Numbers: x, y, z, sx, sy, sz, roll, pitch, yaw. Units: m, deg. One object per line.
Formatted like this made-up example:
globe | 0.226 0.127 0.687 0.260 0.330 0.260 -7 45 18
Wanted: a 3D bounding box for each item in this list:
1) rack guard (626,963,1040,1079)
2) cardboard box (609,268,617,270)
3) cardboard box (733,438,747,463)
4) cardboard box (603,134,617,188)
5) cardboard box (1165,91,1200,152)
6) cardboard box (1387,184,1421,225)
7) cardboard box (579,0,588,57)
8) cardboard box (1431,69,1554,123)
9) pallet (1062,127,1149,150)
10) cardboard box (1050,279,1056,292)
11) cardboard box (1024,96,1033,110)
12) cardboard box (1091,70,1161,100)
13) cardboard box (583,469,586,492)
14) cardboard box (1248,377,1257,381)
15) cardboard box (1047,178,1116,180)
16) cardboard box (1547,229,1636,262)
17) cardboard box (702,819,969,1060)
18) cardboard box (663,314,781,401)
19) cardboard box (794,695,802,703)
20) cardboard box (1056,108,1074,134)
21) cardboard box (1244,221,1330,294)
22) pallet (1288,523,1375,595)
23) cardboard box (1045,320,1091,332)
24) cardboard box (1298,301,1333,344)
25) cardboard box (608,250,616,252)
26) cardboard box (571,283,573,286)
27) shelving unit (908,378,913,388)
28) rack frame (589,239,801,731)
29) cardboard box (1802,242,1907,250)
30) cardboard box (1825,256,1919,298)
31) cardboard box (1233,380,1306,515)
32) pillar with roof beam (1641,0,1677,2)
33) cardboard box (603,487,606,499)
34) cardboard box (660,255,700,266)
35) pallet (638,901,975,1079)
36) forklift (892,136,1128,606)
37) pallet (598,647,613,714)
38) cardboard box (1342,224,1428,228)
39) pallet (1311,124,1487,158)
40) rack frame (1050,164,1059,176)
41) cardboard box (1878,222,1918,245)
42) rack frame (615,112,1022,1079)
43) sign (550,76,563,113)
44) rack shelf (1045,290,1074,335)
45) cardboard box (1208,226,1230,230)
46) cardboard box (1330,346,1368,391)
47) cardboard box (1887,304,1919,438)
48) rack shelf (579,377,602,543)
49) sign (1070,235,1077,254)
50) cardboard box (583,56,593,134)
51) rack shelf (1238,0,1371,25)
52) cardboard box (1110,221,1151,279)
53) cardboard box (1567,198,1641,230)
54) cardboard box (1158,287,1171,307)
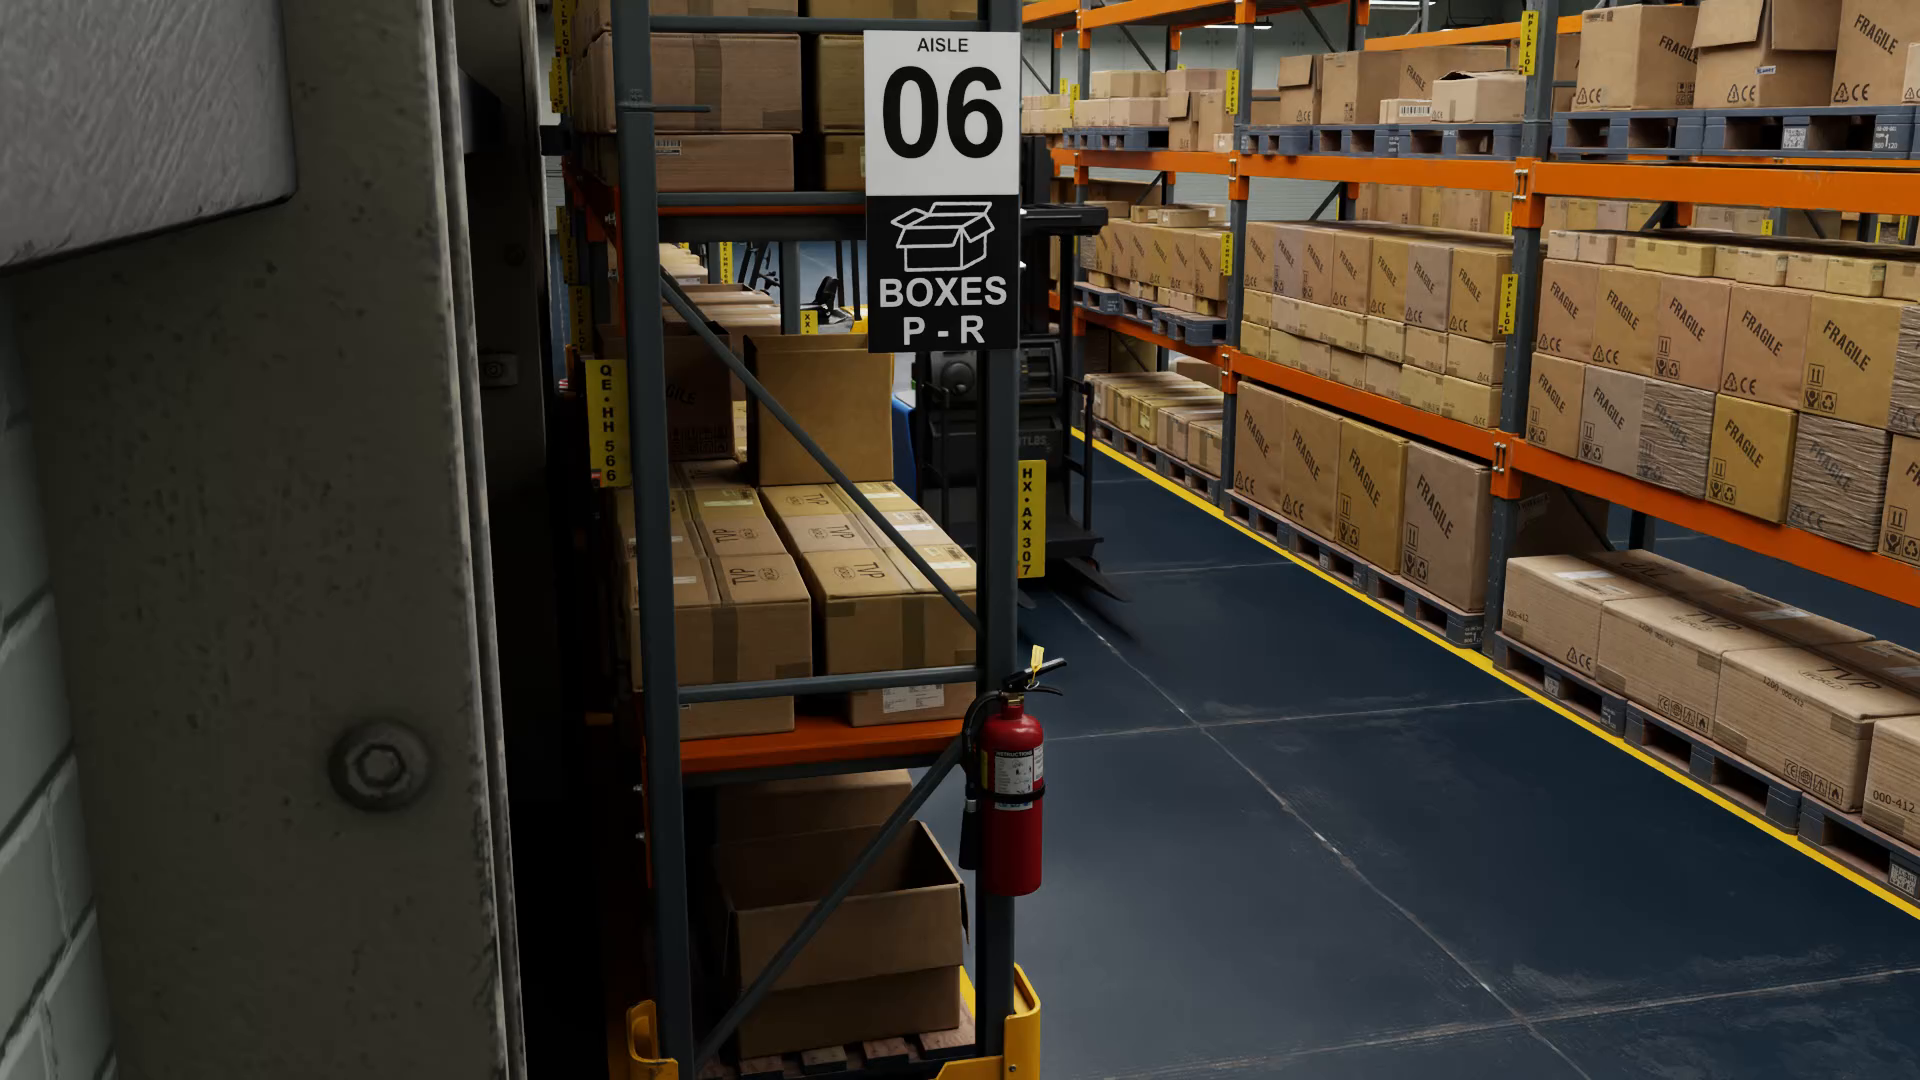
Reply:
rack guard | -0.362 1.592 4.856 1.175 0.500 0.348 -3 14 -13
cardboard box | -2.668 -1.995 12.694 0.380 0.149 0.250 -3 14 -13
cardboard box | -0.691 -0.264 6.878 0.500 0.250 0.500 -3 14 -14
cardboard box | -0.849 -1.115 4.881 0.380 0.149 0.250 -3 14 -12
cardboard box | 2.215 -3.585 14.243 0.797 0.503 0.637 -3 14 -13
cardboard box | 5.778 -4.123 20.393 0.875 0.550 0.550 -3 14 -13
cardboard box | -0.973 -1.701 5.386 0.500 0.250 0.500 -3 14 -13
cardboard box | 3.129 -2.614 9.790 0.500 0.311 0.500 -3 14 -13
pallet | 1.703 -3.868 16.014 1.213 0.211 1.003 -3 14 -13
cardboard box | 1.194 -2.765 17.955 0.380 0.149 0.250 -3 14 -14
cardboard box | 0.918 -4.786 18.226 0.380 0.149 0.250 -3 14 -12
cardboard box | 1.536 -4.210 15.396 0.500 0.250 0.500 -4 14 -14
cardboard box | -2.301 -0.213 11.359 0.500 0.500 0.500 -3 14 -13
cardboard box | 3.385 -1.910 17.596 0.500 0.500 0.500 -3 14 -13
cardboard box | 1.386 -3.917 19.196 0.700 0.500 0.500 -3 14 -14
cardboard box | 3.362 -1.567 8.836 0.380 0.149 0.250 -3 14 -14
cardboard box | -0.396 1.258 5.333 0.797 0.503 0.637 -4 14 -15
cardboard box | -1.180 -0.904 8.711 0.700 0.500 0.500 -3 14 -12
cardboard box | -0.683 0.394 5.023 0.380 0.149 0.250 -3 14 -12
cardboard box | 1.296 -4.266 16.938 0.500 0.250 0.500 -3 14 -14
cardboard box | 2.479 -2.134 12.526 0.500 0.500 0.500 -4 14 -15
pallet | 2.996 0.094 11.597 1.003 0.211 1.213 -3 14 -13
cardboard box | 1.140 -2.122 18.120 0.500 0.500 0.500 -3 14 -12
cardboard box | 2.705 -1.532 11.640 0.500 0.250 0.500 -3 14 -13
cardboard box | -3.138 -2.463 14.611 0.380 0.149 0.250 -3 14 -14
cardboard box | -3.075 -2.176 14.276 0.500 0.250 0.500 -4 14 -15
shelving unit | -0.219 -0.753 12.982 0.258 1.200 0.503 -4 14 -15
rack frame | -1.284 -0.527 8.265 1.000 3.000 0.127 -3 14 -13
cardboard box | 4.161 -1.302 7.753 0.380 0.149 0.250 -4 14 -14
cardboard box | 3.848 -1.094 6.902 0.380 0.149 0.250 -3 14 -12
cardboard box | 2.682 -0.735 12.709 0.875 0.875 0.875 -3 14 -14
pillar with roof beam | 15.983 -13.051 46.887 9.100 9.000 0.548 -3 14 -13
cardboard box | -1.305 -0.354 7.246 0.500 0.250 0.500 -3 14 -14
cardboard box | -2.400 -2.320 14.026 0.380 0.149 0.250 -4 14 -15
pallet | -0.550 1.549 5.643 1.003 0.211 1.213 -3 14 -13
forklift | 0.282 -1.189 11.117 1.130 2.935 3.031 -4 14 -15
pallet | -1.511 0.642 9.355 1.003 0.211 1.213 -3 14 -13
cardboard box | 3.105 -2.039 12.136 0.500 0.500 0.500 -3 14 -12
pallet | 3.069 -2.690 11.193 1.003 0.211 1.213 -3 14 -11
rack frame | 0.722 -3.573 20.732 1.000 3.000 0.127 -3 14 -13
cardboard box | 11.249 -3.503 19.608 0.875 0.500 0.500 -3 14 -13
rack frame | -0.344 0.396 4.488 1.000 3.000 0.127 -3 14 -13
sign | -3.702 -4.088 15.264 0.100 0.325 0.005 -3 14 -13
rack shelf | 1.192 -2.762 18.929 1.077 0.370 4.000 -3 14 -13
cardboard box | 2.460 -2.483 14.549 0.500 0.500 0.500 -3 14 -12
cardboard box | 2.846 -1.175 11.233 0.500 0.250 0.500 -3 14 -13
cardboard box | 3.984 -0.633 6.381 0.500 0.500 0.500 -3 14 -13
rack shelf | -1.753 -0.639 10.239 1.077 0.370 4.000 -3 14 -13
sign | 1.136 -3.039 16.721 0.100 0.325 0.005 -3 14 -13
cardboard box | -0.958 -1.454 5.429 0.500 0.250 0.500 -4 14 -14
rack shelf | 3.071 -3.637 10.710 1.077 0.370 4.000 -3 14 -13
cardboard box | 1.714 -2.693 15.407 0.500 0.500 0.500 -3 14 -14
cardboard box | 6.694 -3.251 17.096 0.700 0.500 0.500 -4 14 -14
cardboard box | 1.930 -2.107 14.374 0.380 0.149 0.250 -3 14 -12
